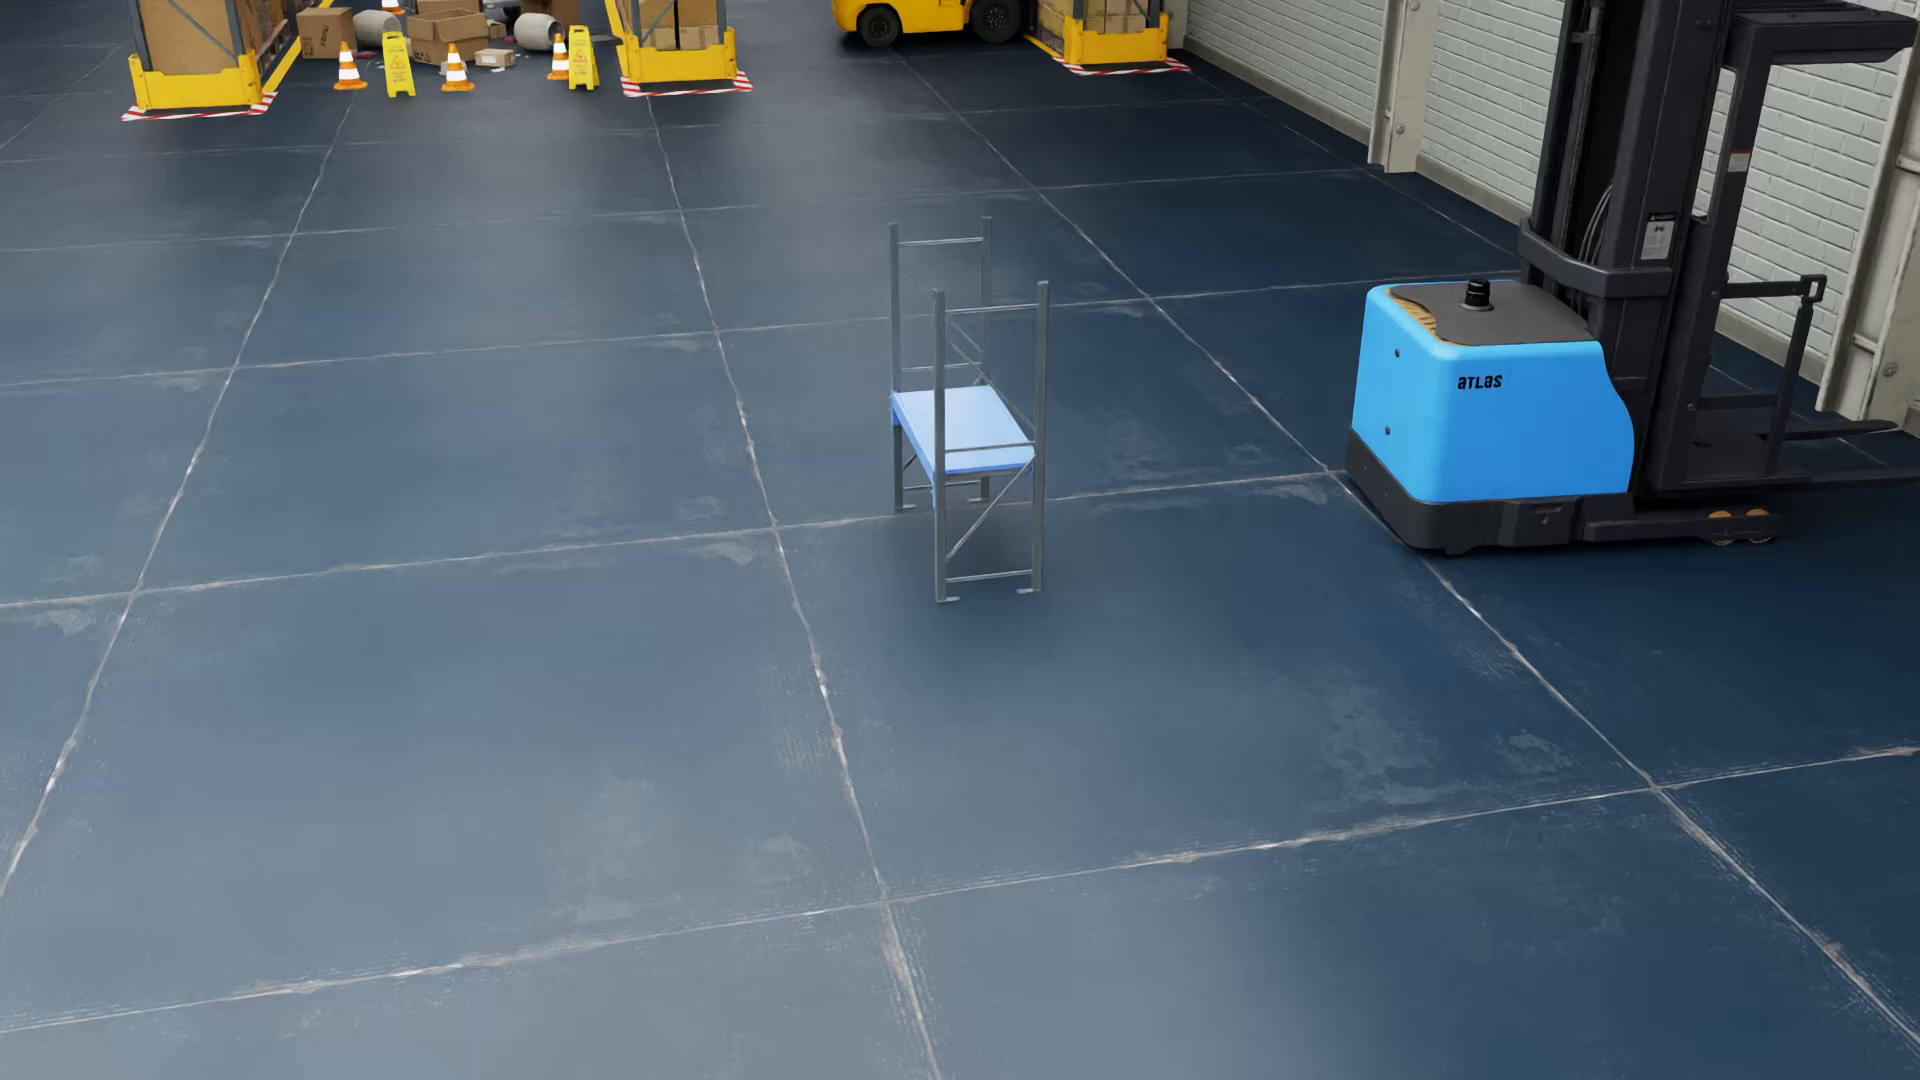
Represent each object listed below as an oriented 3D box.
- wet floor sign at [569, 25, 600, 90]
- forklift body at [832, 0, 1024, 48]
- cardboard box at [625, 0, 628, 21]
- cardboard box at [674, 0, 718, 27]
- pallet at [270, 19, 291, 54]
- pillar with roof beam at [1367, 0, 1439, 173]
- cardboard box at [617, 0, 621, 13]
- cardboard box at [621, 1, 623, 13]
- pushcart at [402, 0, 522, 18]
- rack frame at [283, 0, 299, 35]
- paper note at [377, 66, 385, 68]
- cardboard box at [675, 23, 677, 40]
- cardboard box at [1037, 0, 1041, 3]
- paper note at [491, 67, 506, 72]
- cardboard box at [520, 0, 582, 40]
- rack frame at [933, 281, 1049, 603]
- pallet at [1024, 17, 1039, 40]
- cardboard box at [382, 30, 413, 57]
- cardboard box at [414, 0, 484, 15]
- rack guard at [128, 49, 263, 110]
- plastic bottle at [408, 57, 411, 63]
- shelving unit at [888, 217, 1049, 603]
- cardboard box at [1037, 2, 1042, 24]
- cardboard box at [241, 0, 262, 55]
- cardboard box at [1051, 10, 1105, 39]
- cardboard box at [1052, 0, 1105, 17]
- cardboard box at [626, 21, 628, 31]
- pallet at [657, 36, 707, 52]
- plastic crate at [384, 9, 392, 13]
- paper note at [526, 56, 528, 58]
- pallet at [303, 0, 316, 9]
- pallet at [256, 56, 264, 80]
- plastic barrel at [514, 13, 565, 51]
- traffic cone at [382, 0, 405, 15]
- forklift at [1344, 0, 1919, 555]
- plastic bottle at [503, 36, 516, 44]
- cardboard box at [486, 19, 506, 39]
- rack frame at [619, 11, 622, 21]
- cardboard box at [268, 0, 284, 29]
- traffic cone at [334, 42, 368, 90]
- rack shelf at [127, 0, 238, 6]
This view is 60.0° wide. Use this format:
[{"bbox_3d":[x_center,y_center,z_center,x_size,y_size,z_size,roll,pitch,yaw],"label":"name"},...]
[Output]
[{"bbox_3d":[-4.041,-5.165,17.768,0.267,0.644,0.232,3,27,6],"label":"wet floor sign"},{"bbox_3d":[-0.411,-7.182,20.093,2.313,2.155,1.214,-6,27,-12],"label":"forklift body"},{"bbox_3d":[-3.597,-6.257,19.071,0.500,0.500,0.500,-5,27,-10],"label":"cardboard box"},{"bbox_3d":[-2.960,-6.096,18.752,0.500,0.500,0.500,-7,28,-13],"label":"cardboard box"},{"bbox_3d":[-8.648,-6.031,19.964,1.003,0.211,1.213,-6,27,-12],"label":"pallet"},{"bbox_3d":[-0.327,-6.918,11.970,9.100,9.000,0.400,-6,27,-12],"label":"pillar with roof beam"},{"bbox_3d":[-4.073,-6.838,21.054,0.500,0.250,0.500,-7,28,-14],"label":"cardboard box"},{"bbox_3d":[-3.819,-6.372,20.131,0.500,0.250,0.500,-6,27,-12],"label":"cardboard box"},{"bbox_3d":[-6.153,-6.740,21.185,1.648,0.377,0.936,-16,31,-29],"label":"pushcart"},{"bbox_3d":[-8.743,-7.617,20.013,1.000,3.000,0.127,-6,27,-12],"label":"rack frame"},{"bbox_3d":[-6.531,-5.378,18.873,0.144,0.017,0.142,3,27,6],"label":"paper note"},{"bbox_3d":[-3.061,-5.976,19.345,0.500,0.250,0.500,-5,27,-10],"label":"cardboard box"},{"bbox_3d":[1.140,-6.725,20.276,0.500,0.250,0.500,-7,28,-13],"label":"cardboard box"},{"bbox_3d":[-5.194,-5.296,18.708,0.148,0.019,0.142,-16,31,-29],"label":"paper note"},{"bbox_3d":[-5.027,-6.441,20.454,0.500,0.500,0.500,13,30,24],"label":"cardboard box"},{"bbox_3d":[0.134,-0.409,7.396,0.500,1.500,0.032,-6,27,-12],"label":"rack frame"},{"bbox_3d":[1.309,-6.535,20.964,1.003,0.211,1.213,-6,27,-12],"label":"pallet"},{"bbox_3d":[-6.561,-5.829,19.505,0.396,0.266,0.258,-1,27,-3],"label":"cardboard box"},{"bbox_3d":[-6.123,-6.278,19.980,0.797,0.637,0.503,-6,27,-12],"label":"cardboard box"},{"bbox_3d":[-7.836,-4.735,17.076,1.175,0.500,0.348,-6,27,-12],"label":"rack guard"},{"bbox_3d":[-6.441,-5.544,19.166,0.133,0.061,0.283,-16,31,-29],"label":"plastic bottle"},{"bbox_3d":[0.019,-0.632,7.838,0.538,1.500,1.048,-6,27,-12],"label":"shelving unit"},{"bbox_3d":[1.173,-6.488,20.361,0.500,0.250,0.500,-6,27,-11],"label":"cardboard box"},{"bbox_3d":[-8.259,-5.777,18.260,0.875,0.875,0.875,-6,27,-12],"label":"cardboard box"},{"bbox_3d":[1.380,-6.048,19.490,0.500,0.250,0.500,-6,27,-11],"label":"cardboard box"},{"bbox_3d":[1.380,-6.279,19.392,0.500,0.250,0.500,-6,27,-12],"label":"cardboard box"},{"bbox_3d":[-3.595,-5.924,19.244,0.500,0.250,0.500,-6,27,-11],"label":"cardboard box"},{"bbox_3d":[-3.207,-5.557,19.026,1.003,0.211,1.213,-6,27,-12],"label":"pallet"},{"bbox_3d":[-7.427,-6.445,20.746,0.450,0.188,0.662,-2,25,20],"label":"plastic crate"},{"bbox_3d":[-5.061,-5.650,19.432,0.032,0.001,0.123,-6,27,-12],"label":"paper note"},{"bbox_3d":[-9.268,-7.240,22.361,1.003,0.211,1.213,-6,27,-12],"label":"pallet"},{"bbox_3d":[-8.098,-4.960,17.842,1.003,0.211,1.213,-6,27,-12],"label":"pallet"},{"bbox_3d":[-4.982,-6.011,19.690,0.512,0.421,0.421,13,30,24],"label":"plastic barrel"},{"bbox_3d":[-7.574,-7.227,22.055,0.336,0.463,0.334,-6,27,-12],"label":"traffic cone"},{"bbox_3d":[3.601,-1.516,8.001,3.031,2.935,1.130,-3,27,-7],"label":"forklift"},{"bbox_3d":[-5.479,-6.096,20.259,0.133,0.061,0.283,-1,27,-3],"label":"plastic bottle"},{"bbox_3d":[-5.850,-6.368,20.573,0.396,0.266,0.258,19,32,32],"label":"cardboard box"},{"bbox_3d":[-3.943,-8.165,21.097,1.000,3.000,0.127,-6,27,-12],"label":"rack frame"},{"bbox_3d":[-8.669,-6.573,19.836,0.875,0.875,0.875,-6,27,-11],"label":"cardboard box"},{"bbox_3d":[-6.577,-5.106,17.853,0.336,0.463,0.334,-6,27,-12],"label":"traffic cone"},{"bbox_3d":[-8.292,-6.418,18.436,1.077,0.370,4.000,-6,27,-12],"label":"rack shelf"}]
